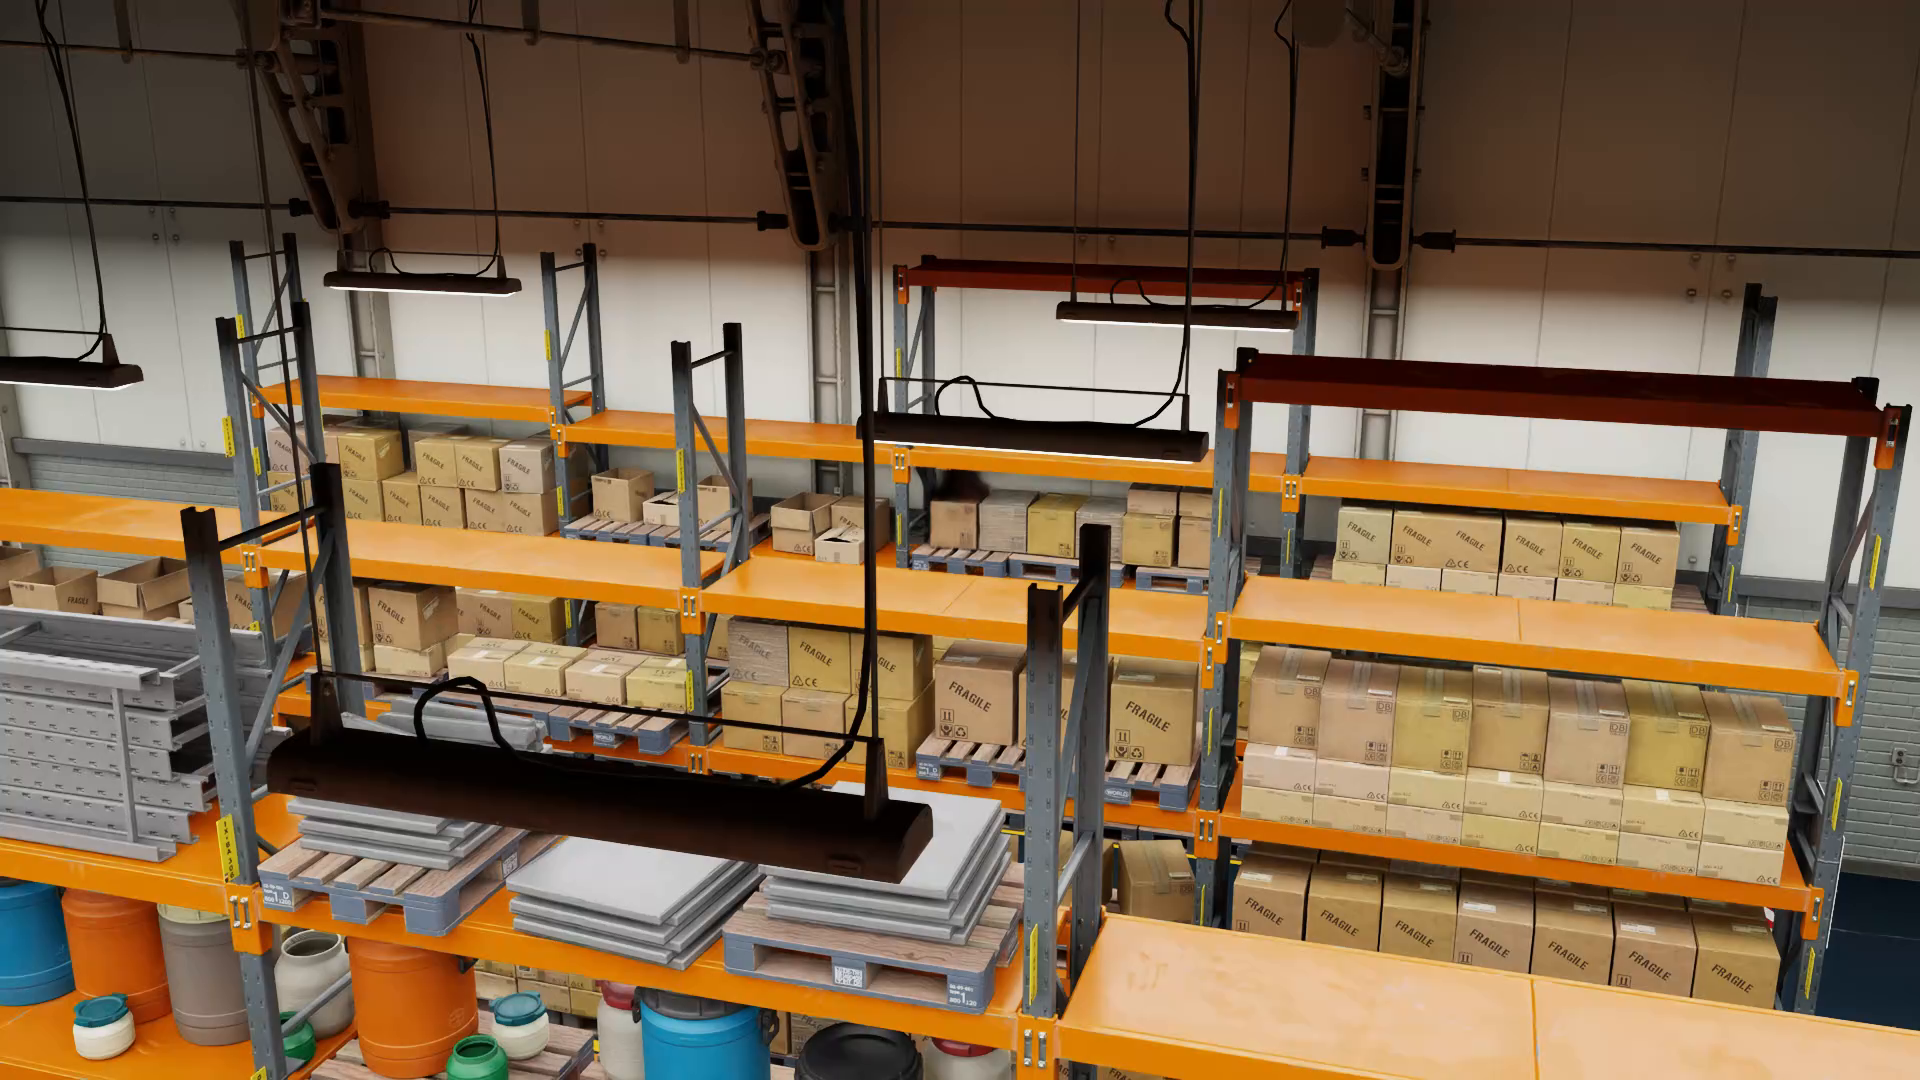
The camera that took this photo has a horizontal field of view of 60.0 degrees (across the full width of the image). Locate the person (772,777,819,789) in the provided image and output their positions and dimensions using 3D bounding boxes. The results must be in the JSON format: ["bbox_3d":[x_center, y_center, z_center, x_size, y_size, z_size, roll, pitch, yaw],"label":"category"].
[{"bbox_3d":[-1.627,2.461,16.313,0.456,1.664,0.567,-4,17,-14],"label":"person"}]
